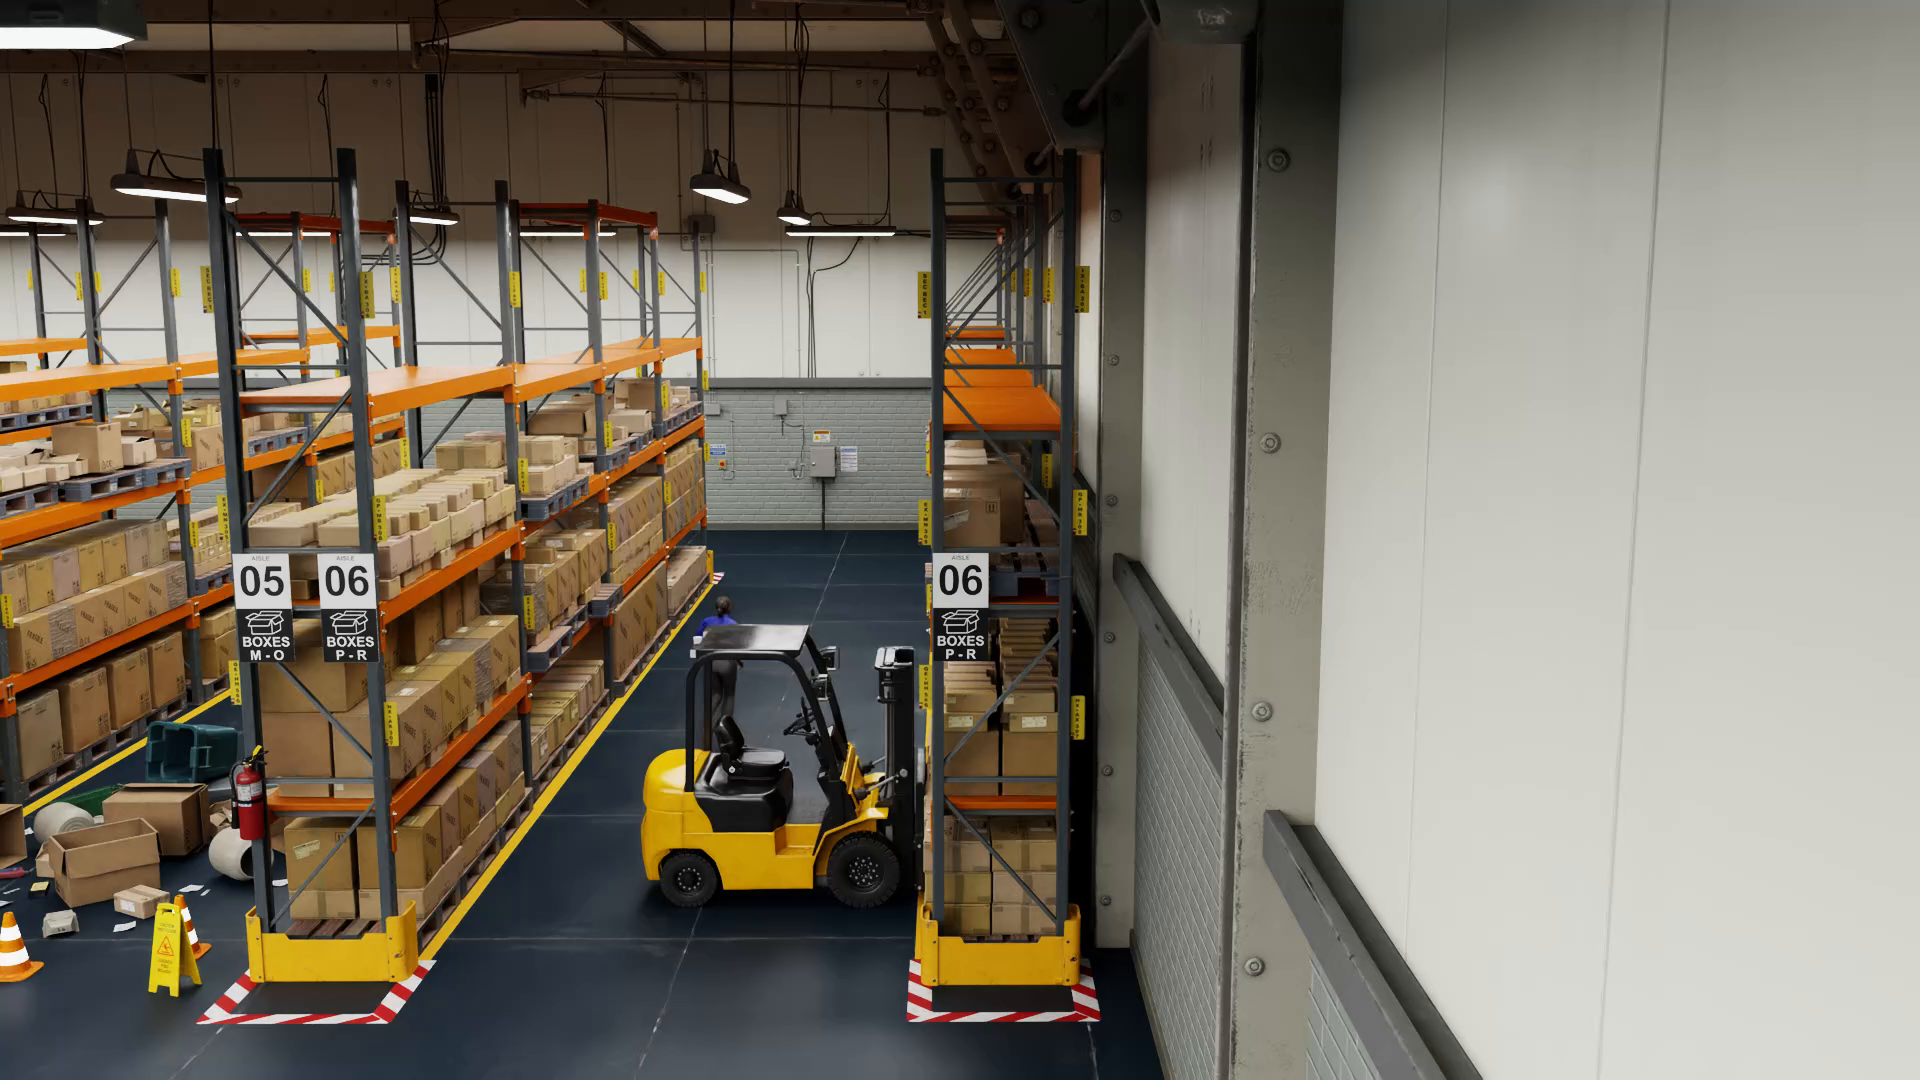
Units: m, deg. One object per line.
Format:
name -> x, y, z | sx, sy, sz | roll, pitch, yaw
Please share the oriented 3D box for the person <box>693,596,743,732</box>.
person -> -2.686, 1.444, 18.464 | 0.590, 1.647, 0.560 | 2, 9, 13
